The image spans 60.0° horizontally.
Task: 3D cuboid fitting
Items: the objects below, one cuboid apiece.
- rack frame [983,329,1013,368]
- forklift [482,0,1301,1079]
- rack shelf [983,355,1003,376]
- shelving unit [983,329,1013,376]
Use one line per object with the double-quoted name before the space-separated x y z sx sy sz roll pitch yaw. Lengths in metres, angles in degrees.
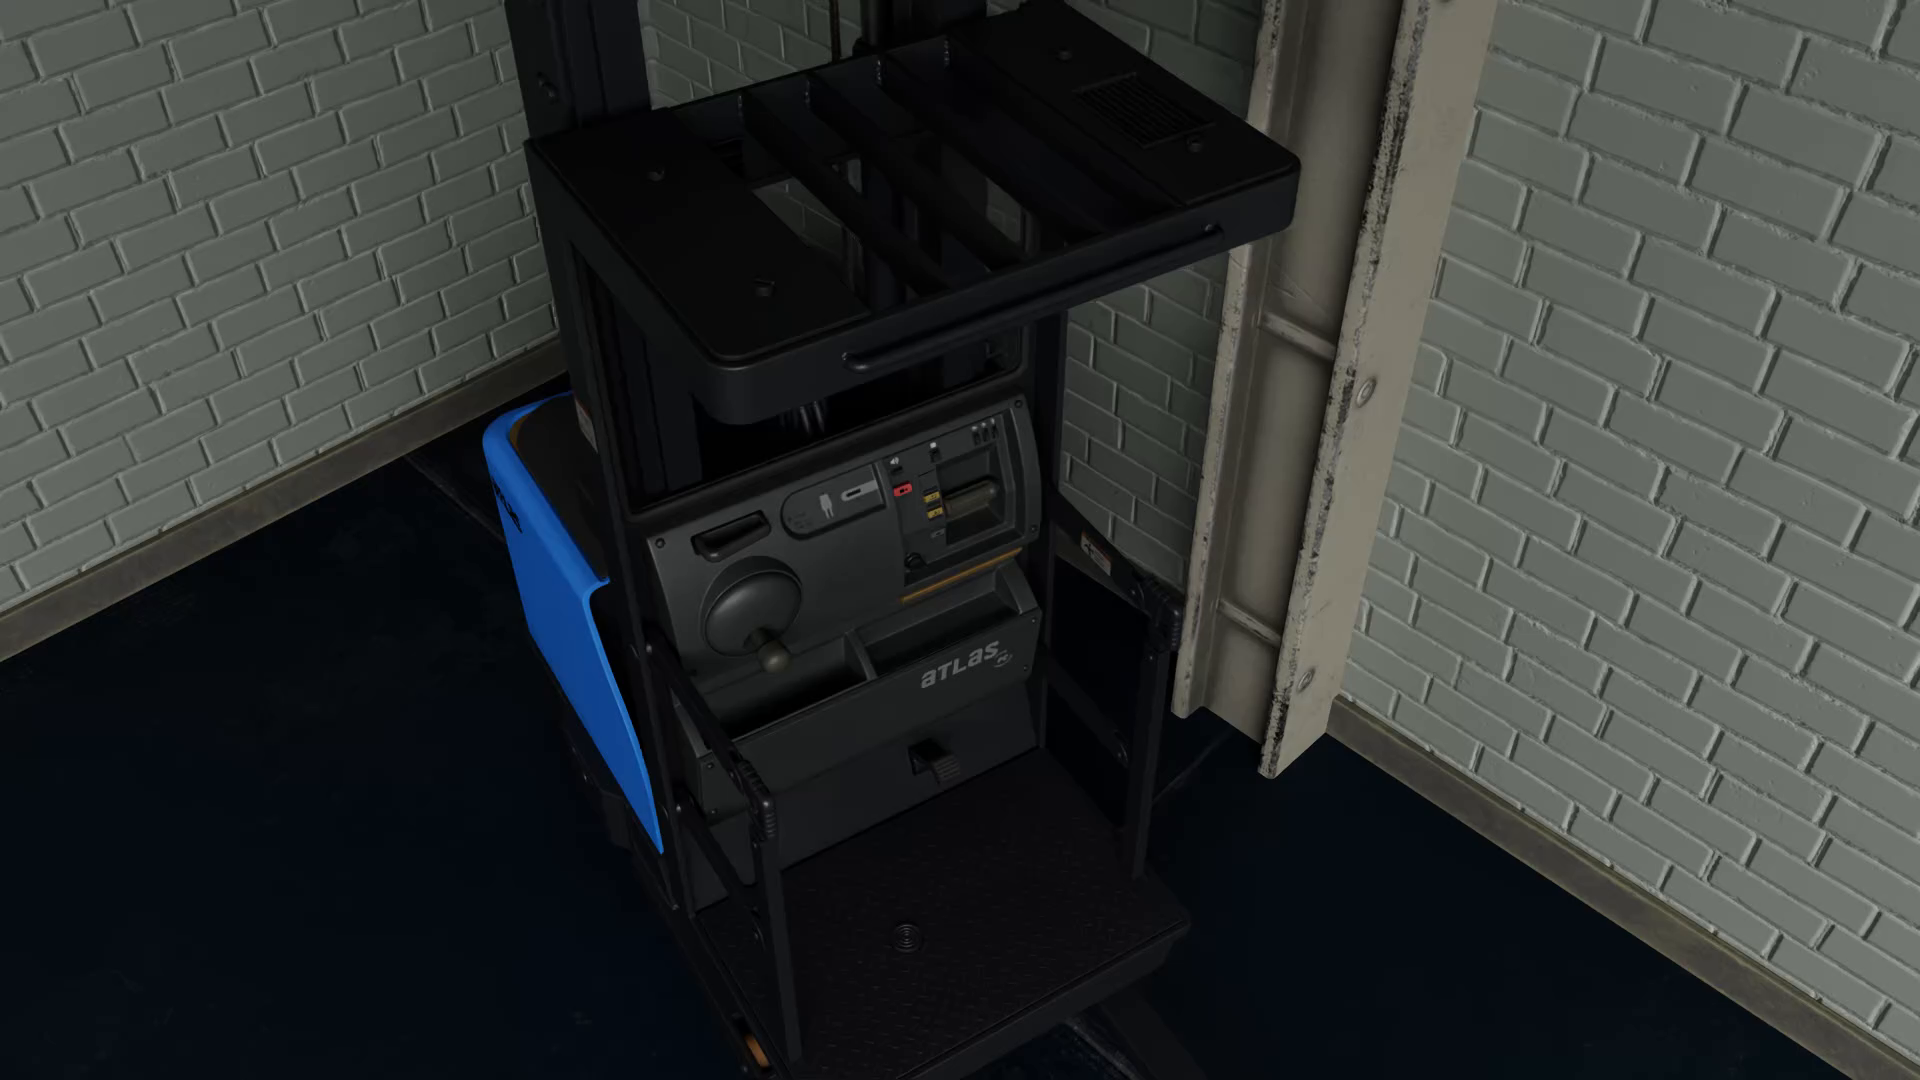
"rack frame" 0.078 -0.278 5.387 0.240 0.900 0.006 -34 53 -31
"forklift" -0.118 0.063 3.522 1.130 2.935 3.031 -23 47 -23
"rack shelf" 0.006 -0.500 5.280 0.258 0.077 0.200 -34 53 -31
"shelving unit" 0.006 -0.327 5.440 0.258 0.900 0.210 -34 53 -31
